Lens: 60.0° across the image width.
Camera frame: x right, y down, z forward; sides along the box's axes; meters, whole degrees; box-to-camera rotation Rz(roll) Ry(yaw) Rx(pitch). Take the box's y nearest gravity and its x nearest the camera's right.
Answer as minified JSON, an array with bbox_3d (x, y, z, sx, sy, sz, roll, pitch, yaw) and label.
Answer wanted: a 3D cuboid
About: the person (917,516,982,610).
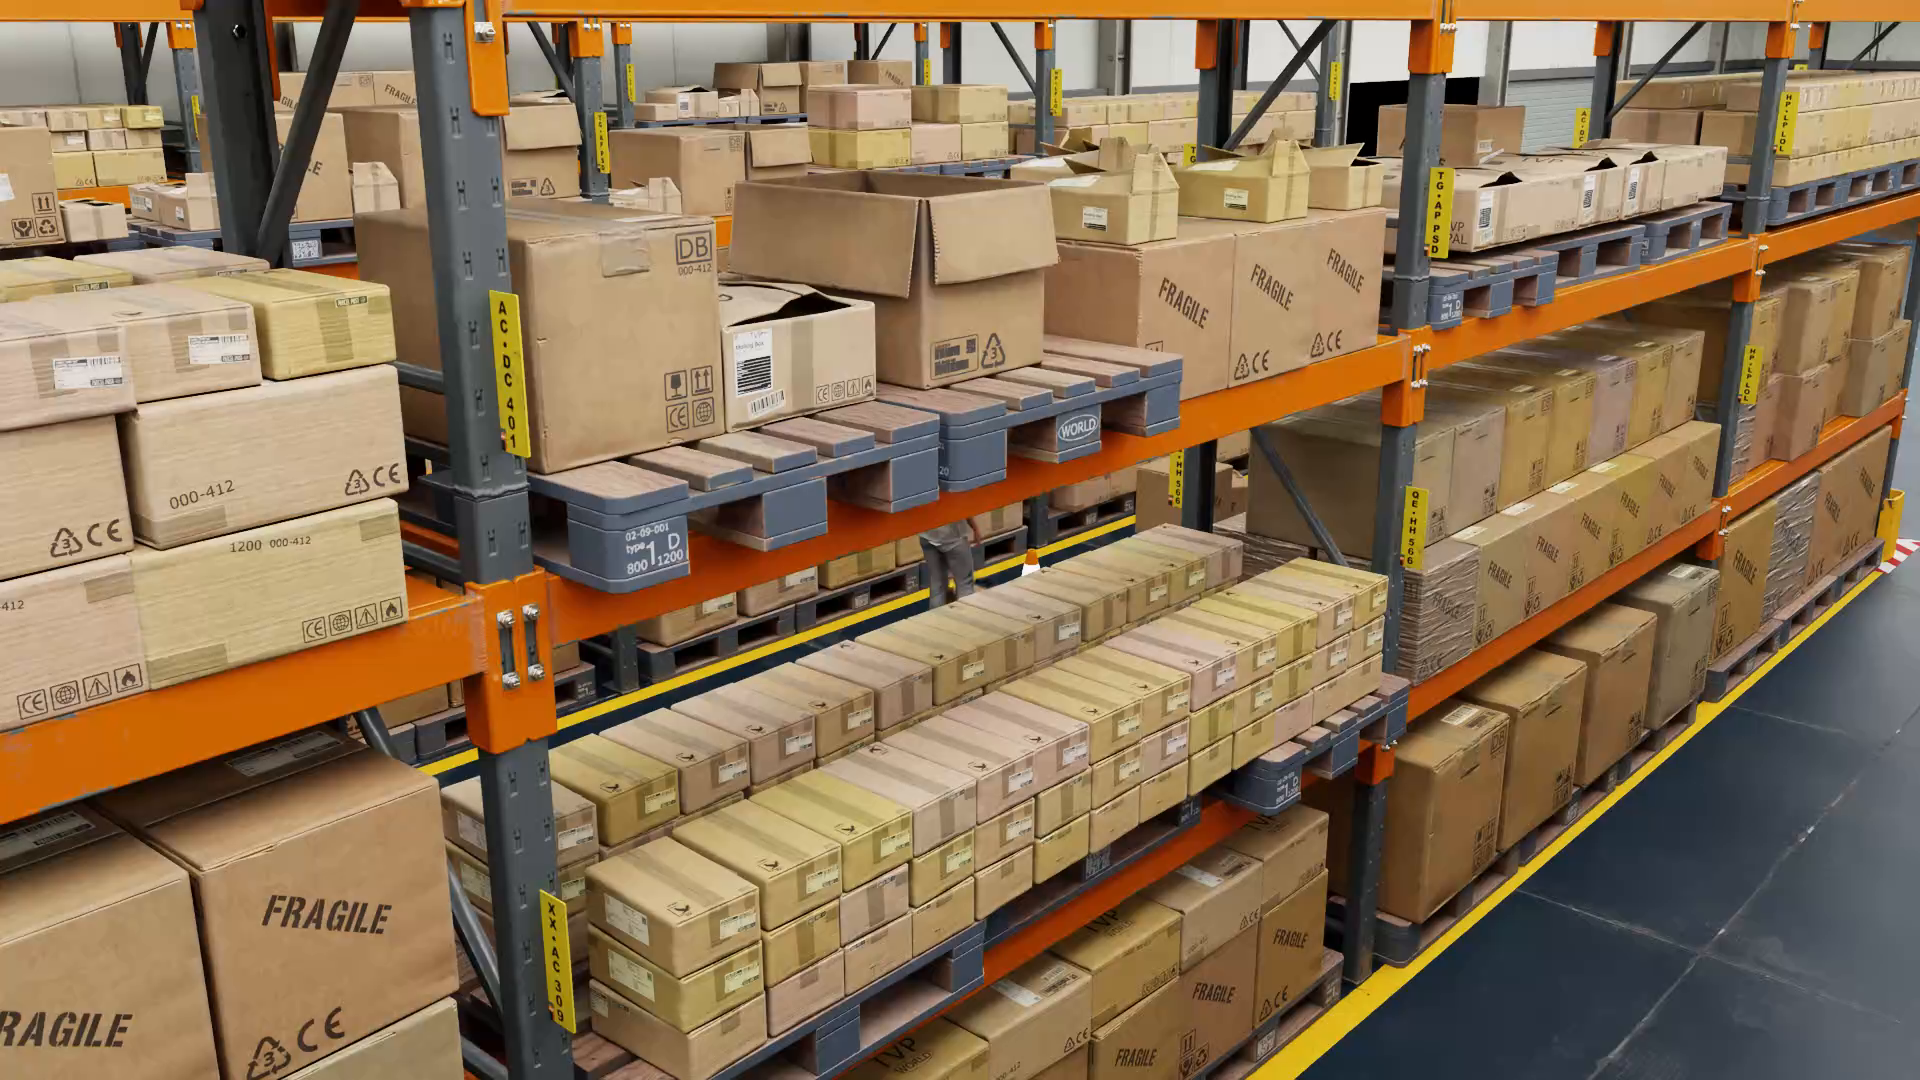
[{"bbox_3d":[-0.047,-0.043,10.673,0.511,1.597,0.474,15,23,39],"label":"person"}]
